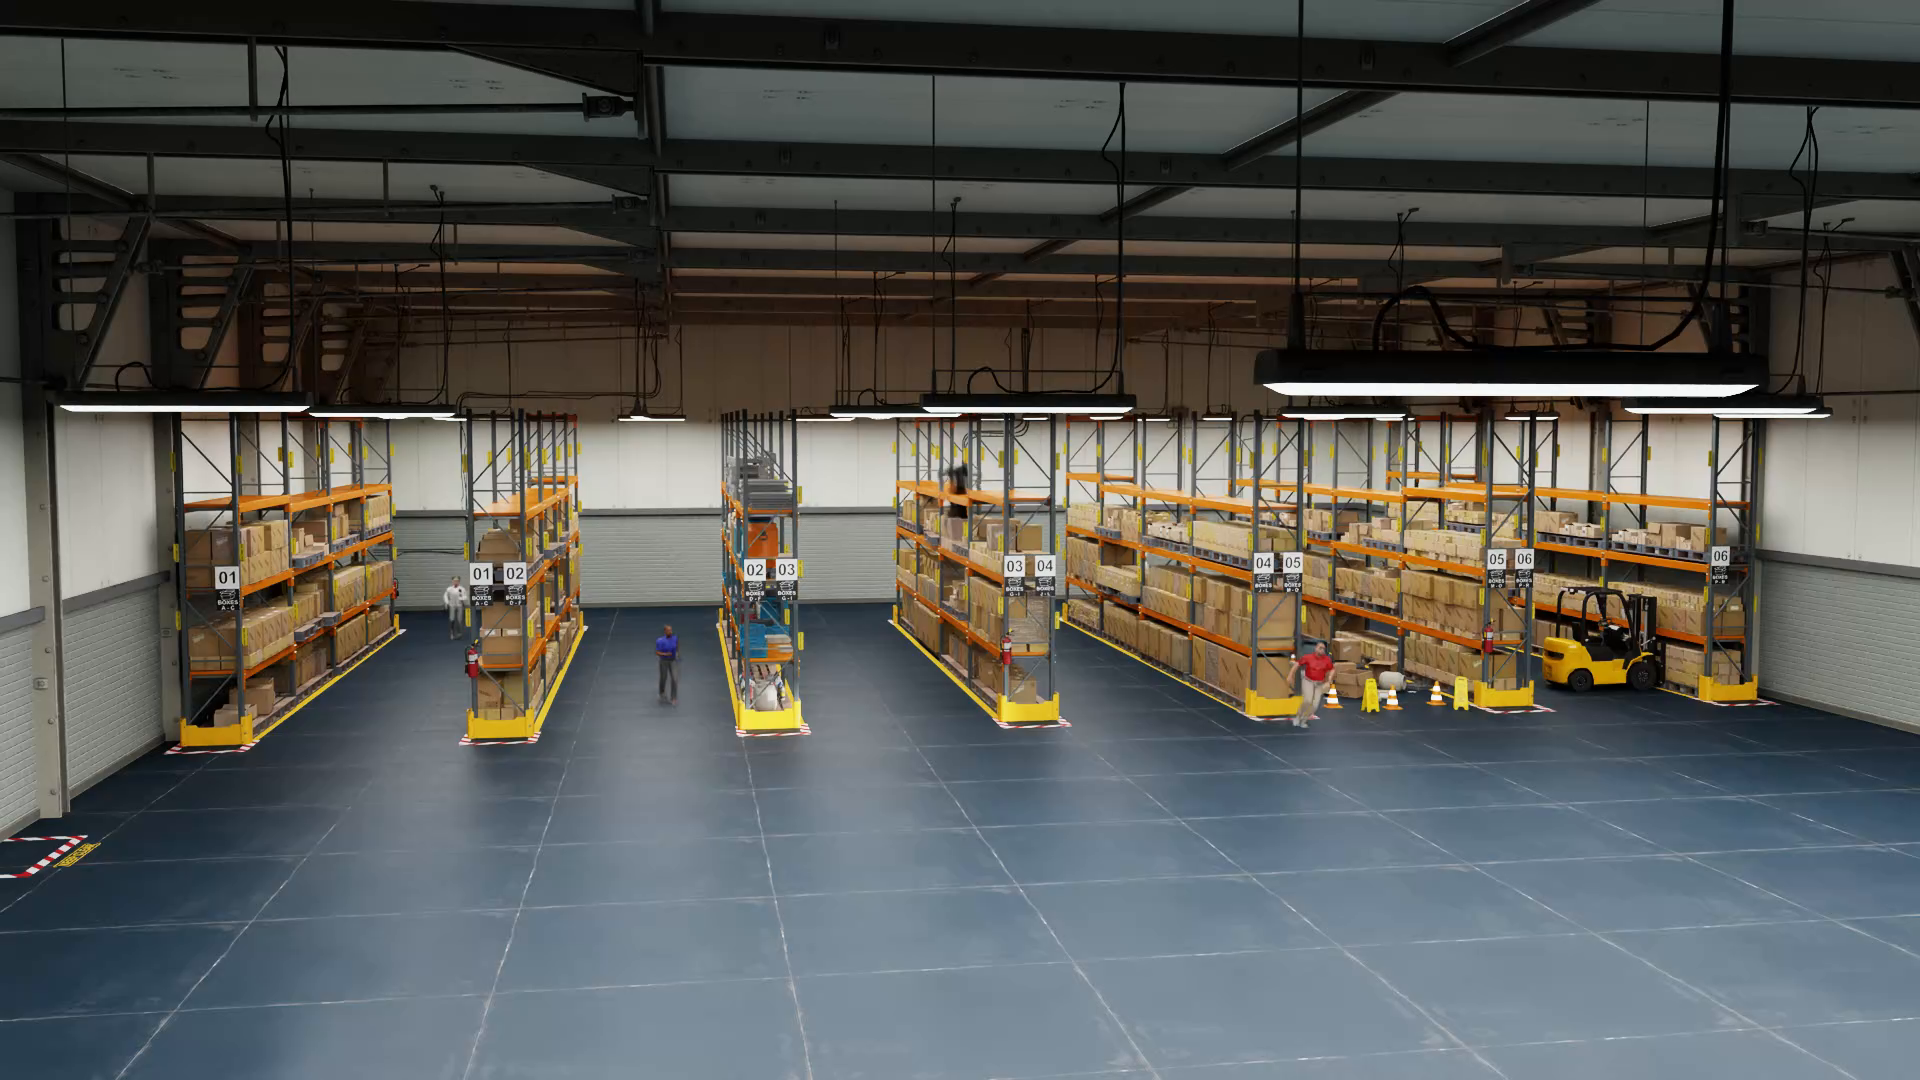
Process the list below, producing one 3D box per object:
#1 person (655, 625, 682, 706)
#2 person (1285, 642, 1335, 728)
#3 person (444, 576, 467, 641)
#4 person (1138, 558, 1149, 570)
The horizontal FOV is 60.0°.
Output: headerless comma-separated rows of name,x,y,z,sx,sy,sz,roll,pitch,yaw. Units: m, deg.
person,-5.980,2.534,34.036,0.584,1.643,0.964,-2,4,-24
person,6.666,2.749,31.306,0.852,1.652,0.678,-1,4,-17
person,-13.373,1.806,44.095,0.593,1.717,0.694,-1,4,-15
person,5.599,1.268,51.038,0.908,1.755,0.664,-2,5,-30
